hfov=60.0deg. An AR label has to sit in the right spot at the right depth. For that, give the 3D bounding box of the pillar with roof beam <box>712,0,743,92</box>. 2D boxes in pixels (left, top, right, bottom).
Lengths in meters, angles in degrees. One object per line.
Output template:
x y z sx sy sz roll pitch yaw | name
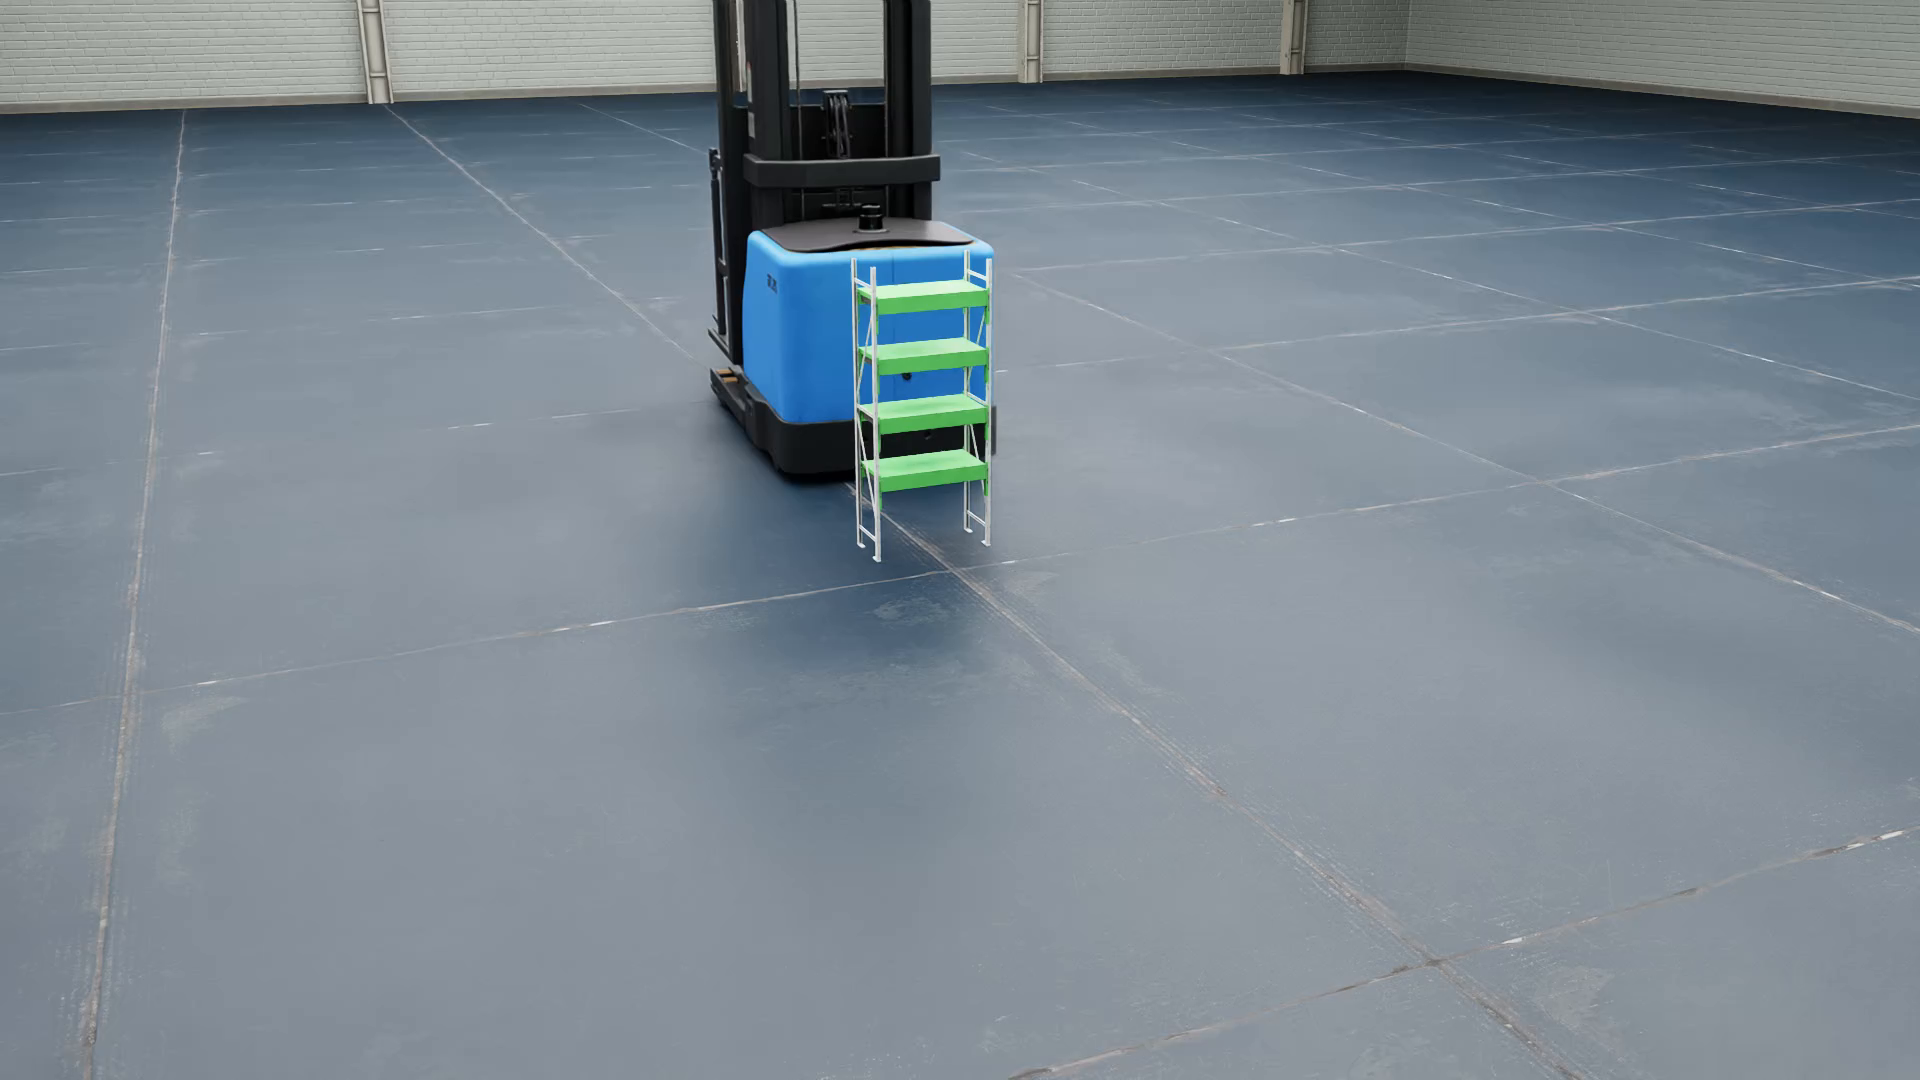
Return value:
-2.447 -11.013 24.750 0.400 9.000 9.100 -8 21 -22 | pillar with roof beam

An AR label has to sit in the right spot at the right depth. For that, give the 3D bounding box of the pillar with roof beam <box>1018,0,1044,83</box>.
3.062 -11.802 26.992 0.400 9.000 9.100 -8 21 -22 | pillar with roof beam

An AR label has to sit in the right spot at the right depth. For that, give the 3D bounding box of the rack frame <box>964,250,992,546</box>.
0.072 -0.576 6.852 0.015 1.200 0.240 -8 21 -22 | rack frame

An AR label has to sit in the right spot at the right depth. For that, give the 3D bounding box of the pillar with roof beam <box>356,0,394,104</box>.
-7.956 -10.224 22.509 0.400 9.000 9.100 -8 21 -22 | pillar with roof beam

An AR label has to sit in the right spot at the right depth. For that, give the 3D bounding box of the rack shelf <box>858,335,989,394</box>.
-0.152 -0.710 6.702 0.480 0.148 0.258 -8 21 -22 | rack shelf

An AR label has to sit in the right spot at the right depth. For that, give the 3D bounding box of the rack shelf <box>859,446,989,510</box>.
-0.152 -0.258 6.862 0.480 0.148 0.258 -8 21 -22 | rack shelf

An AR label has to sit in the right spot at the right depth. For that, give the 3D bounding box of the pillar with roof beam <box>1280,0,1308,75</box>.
8.571 -12.592 29.234 0.400 9.000 9.100 -8 21 -22 | pillar with roof beam

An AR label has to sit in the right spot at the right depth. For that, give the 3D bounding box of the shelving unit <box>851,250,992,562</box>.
-0.152 -0.544 6.761 0.503 1.200 0.258 -8 21 -22 | shelving unit

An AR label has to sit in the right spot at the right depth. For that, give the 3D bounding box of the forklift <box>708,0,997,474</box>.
-0.756 -2.141 8.689 1.130 2.935 3.031 -6 20 -17 | forklift

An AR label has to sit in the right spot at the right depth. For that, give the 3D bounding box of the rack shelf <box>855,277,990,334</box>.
-0.152 -0.937 6.623 0.480 0.148 0.258 -8 21 -22 | rack shelf

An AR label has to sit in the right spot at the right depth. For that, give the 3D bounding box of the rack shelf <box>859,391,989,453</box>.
-0.152 -0.484 6.782 0.480 0.148 0.258 -8 21 -22 | rack shelf

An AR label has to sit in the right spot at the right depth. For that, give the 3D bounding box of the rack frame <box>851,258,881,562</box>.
-0.376 -0.512 6.670 0.015 1.200 0.240 -8 21 -22 | rack frame
